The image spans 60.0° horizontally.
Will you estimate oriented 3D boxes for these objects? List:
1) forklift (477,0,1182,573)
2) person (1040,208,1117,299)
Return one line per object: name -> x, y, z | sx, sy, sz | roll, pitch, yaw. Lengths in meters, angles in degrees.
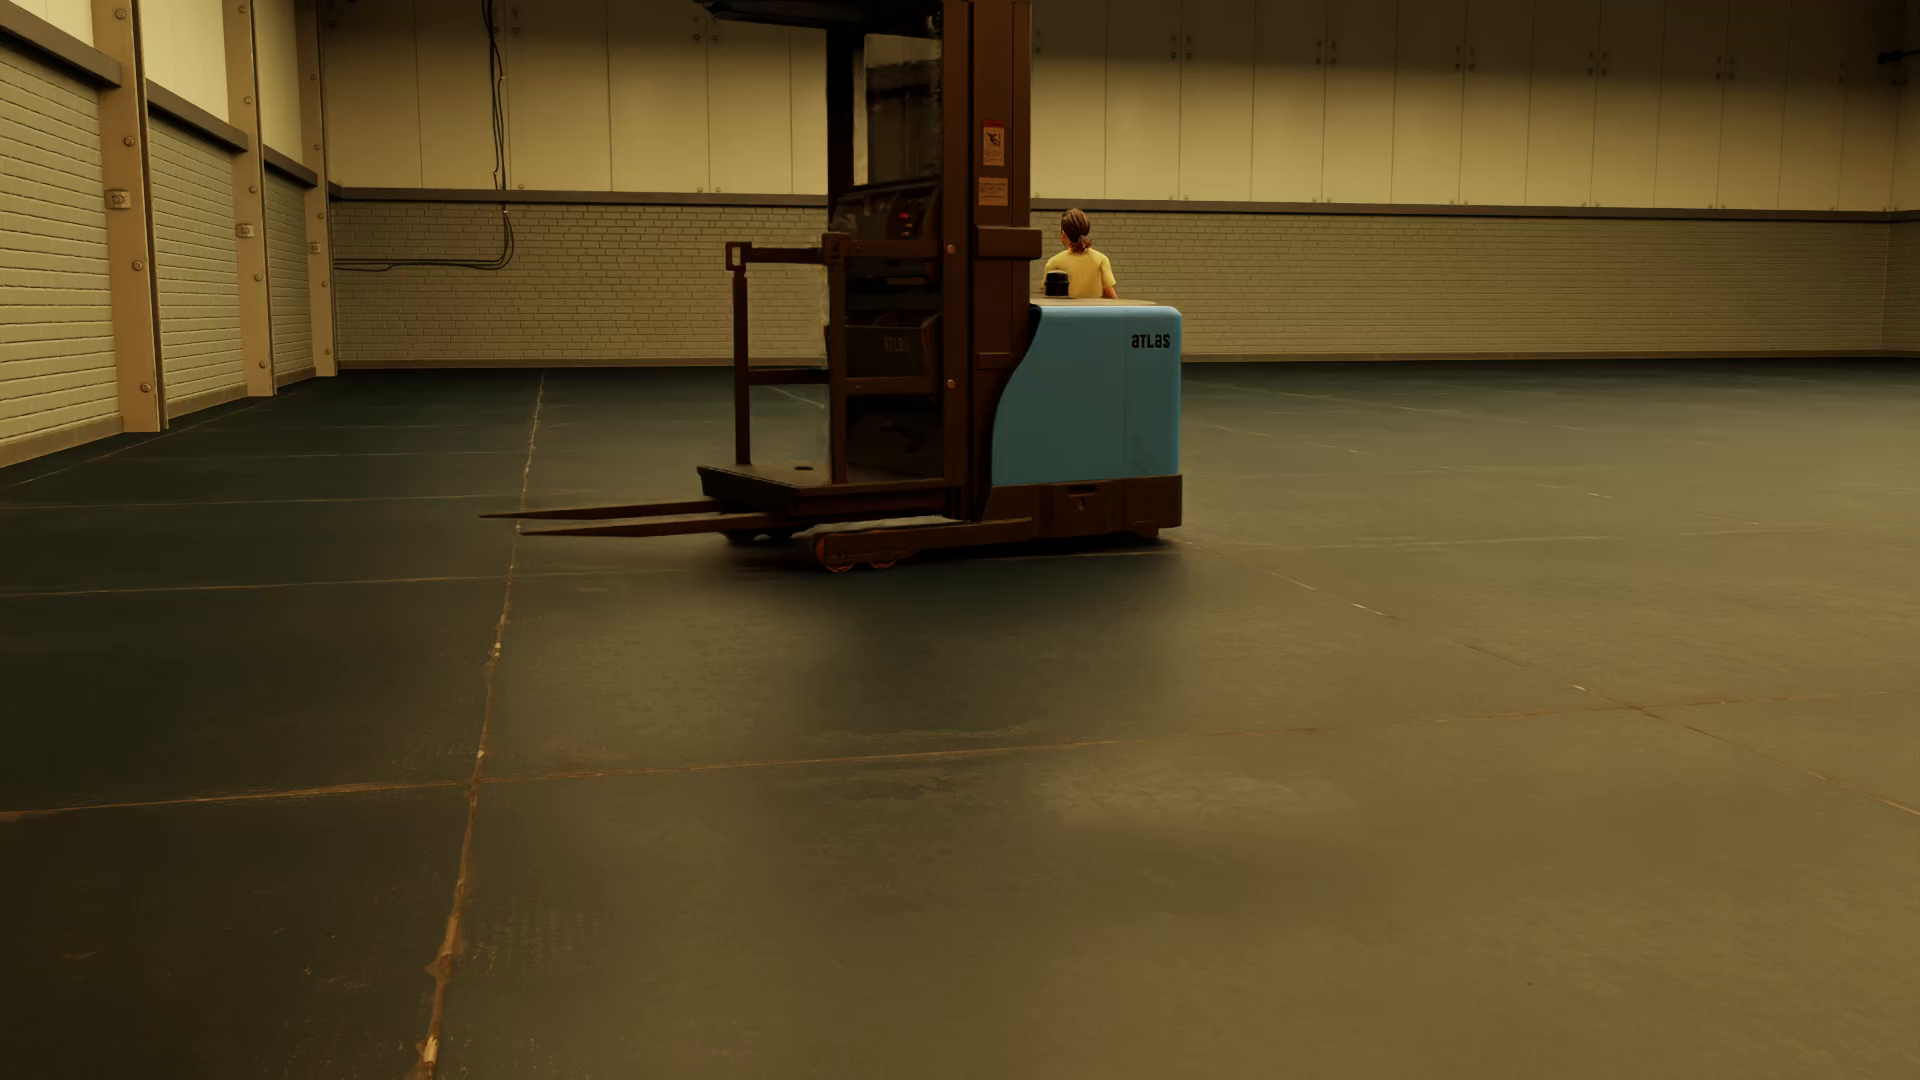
forklift -> -0.513, -1.401, 7.145 | 3.031, 2.935, 1.130 | -5, 9, -30
person -> 0.729, -1.265, 10.648 | 0.554, 1.676, 0.550 | -2, 8, -12
